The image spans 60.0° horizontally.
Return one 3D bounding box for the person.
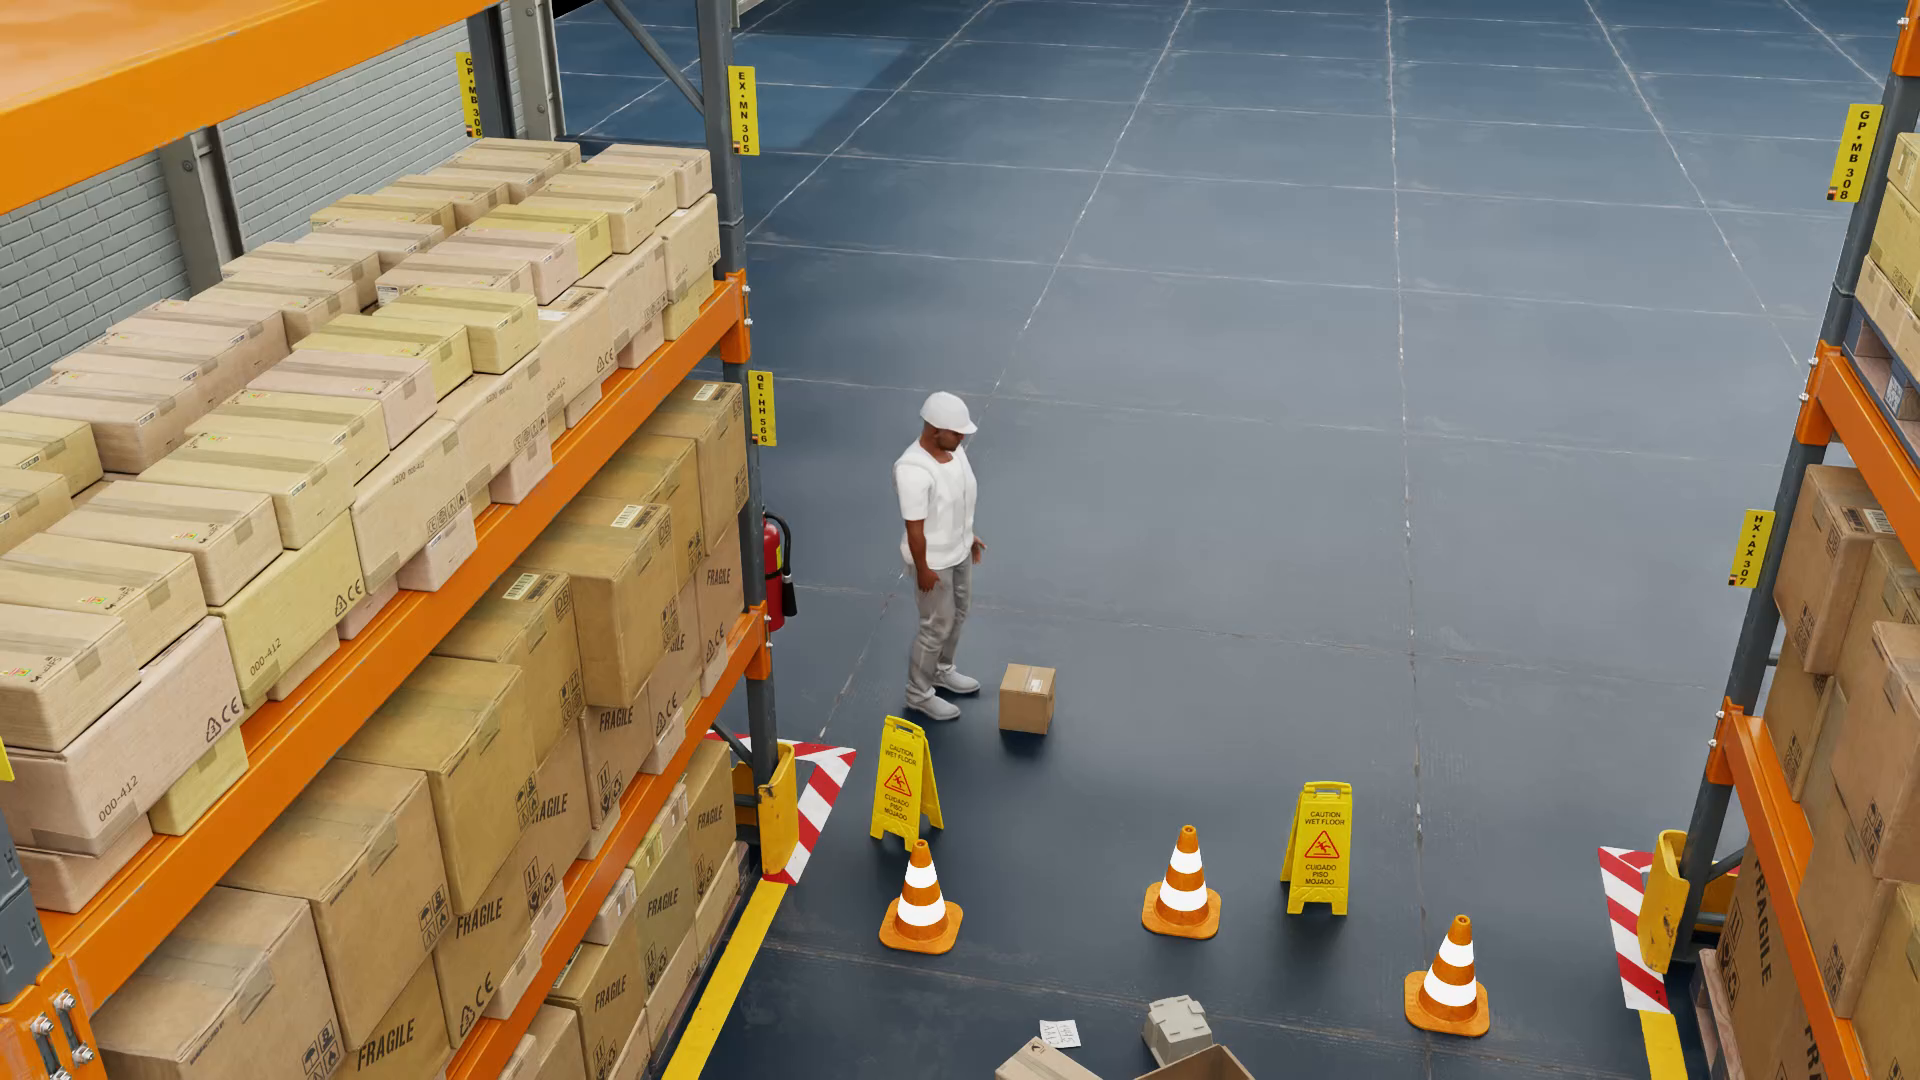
[{"bbox_3d":[-0.099,0.059,8.497,0.368,1.761,0.568,13,31,22],"label":"person"}]
